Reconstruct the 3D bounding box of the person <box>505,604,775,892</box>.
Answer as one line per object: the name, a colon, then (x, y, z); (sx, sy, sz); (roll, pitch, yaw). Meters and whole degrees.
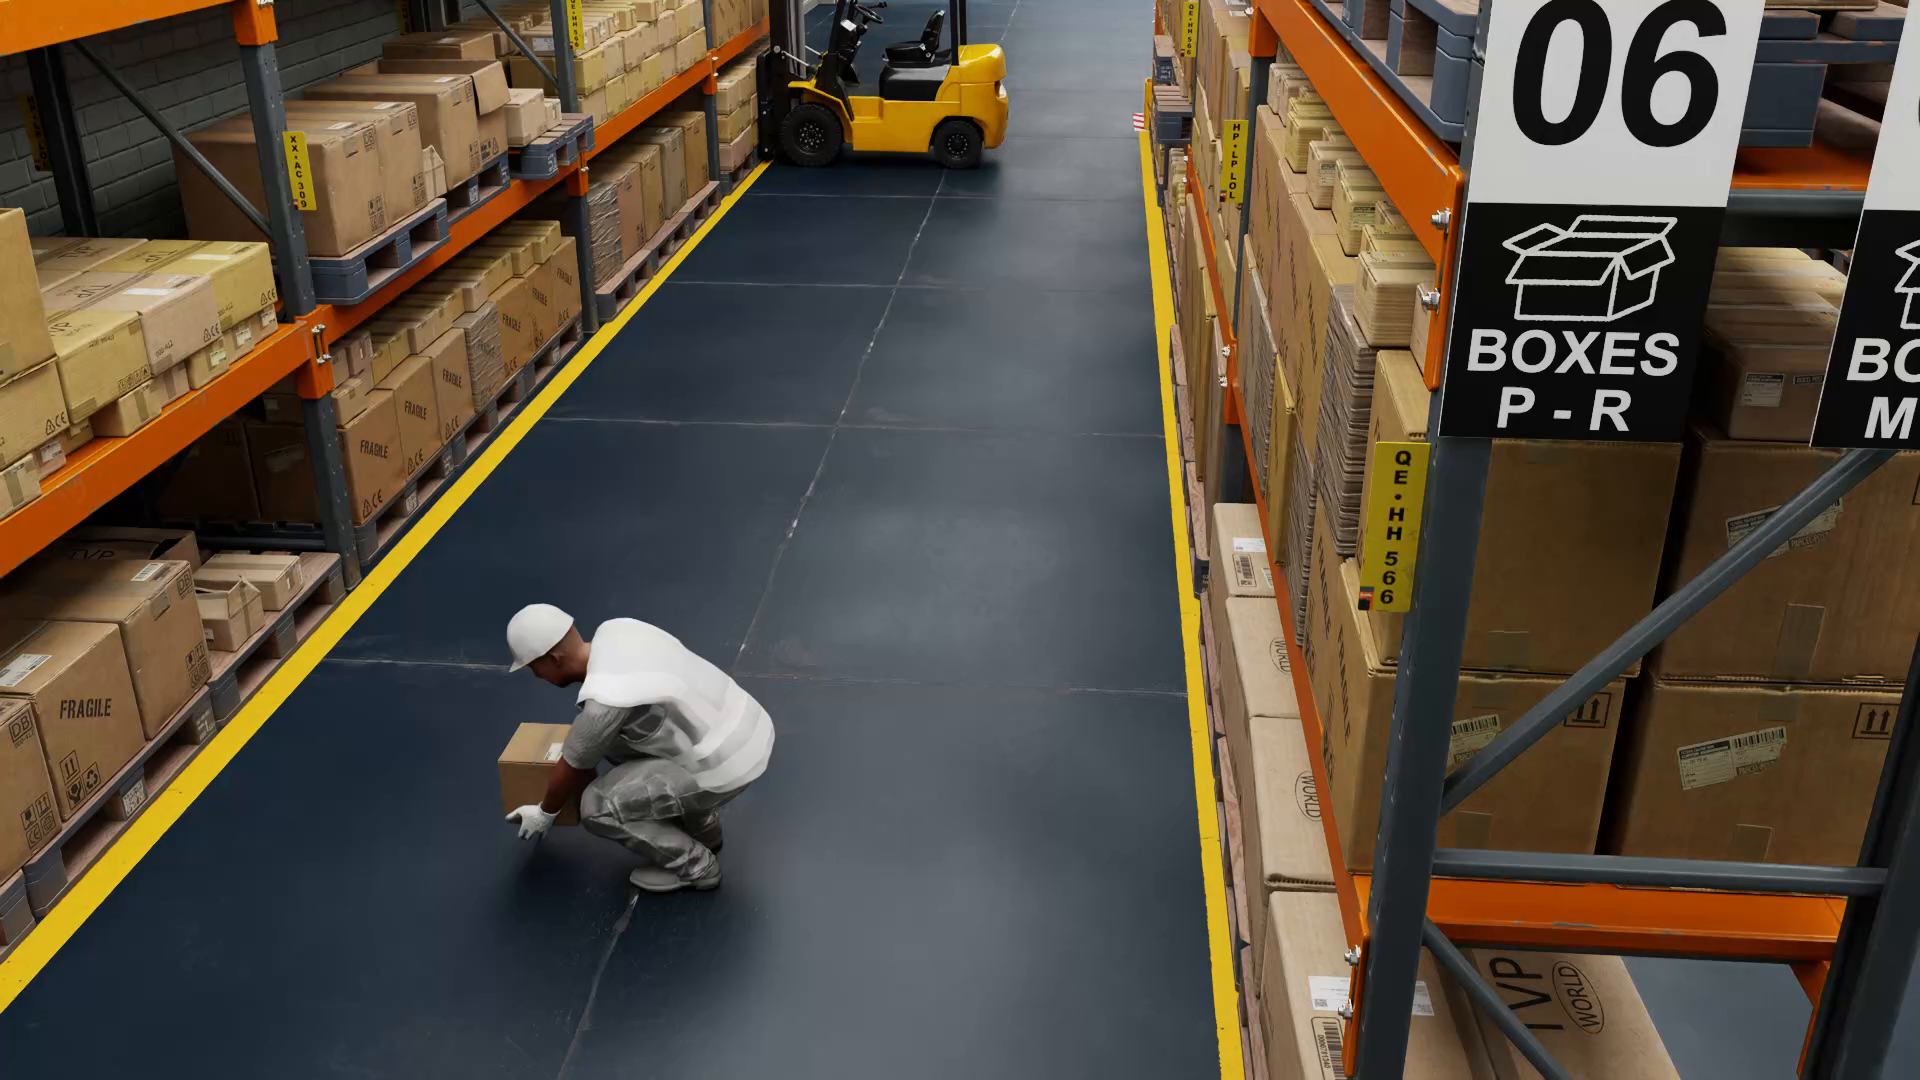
person: (-1.079, 0.664, 5.561); (0.891, 1.011, 0.560); (1, 24, 3)
